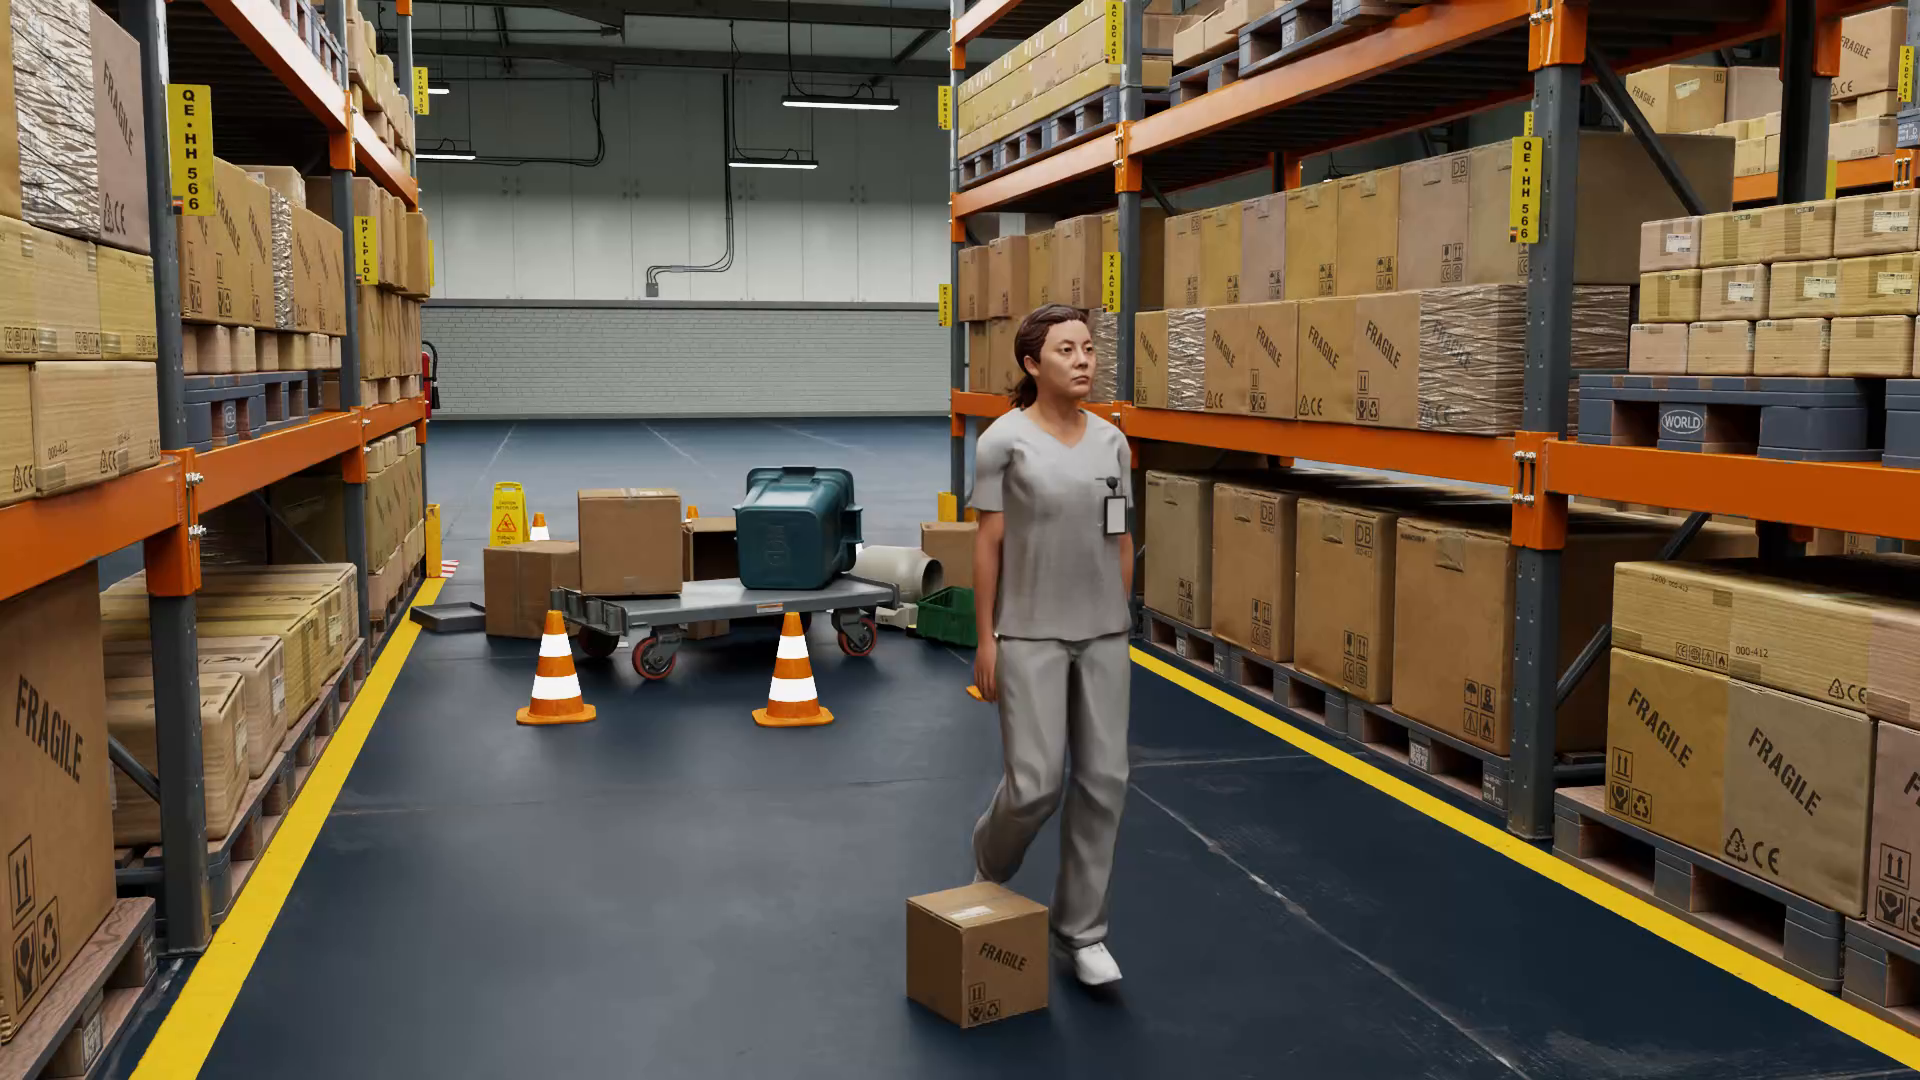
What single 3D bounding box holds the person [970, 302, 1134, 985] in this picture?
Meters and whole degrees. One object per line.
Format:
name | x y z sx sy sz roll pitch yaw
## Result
person | 0.235 0.245 4.158 0.440 1.660 0.526 -3 7 -22
